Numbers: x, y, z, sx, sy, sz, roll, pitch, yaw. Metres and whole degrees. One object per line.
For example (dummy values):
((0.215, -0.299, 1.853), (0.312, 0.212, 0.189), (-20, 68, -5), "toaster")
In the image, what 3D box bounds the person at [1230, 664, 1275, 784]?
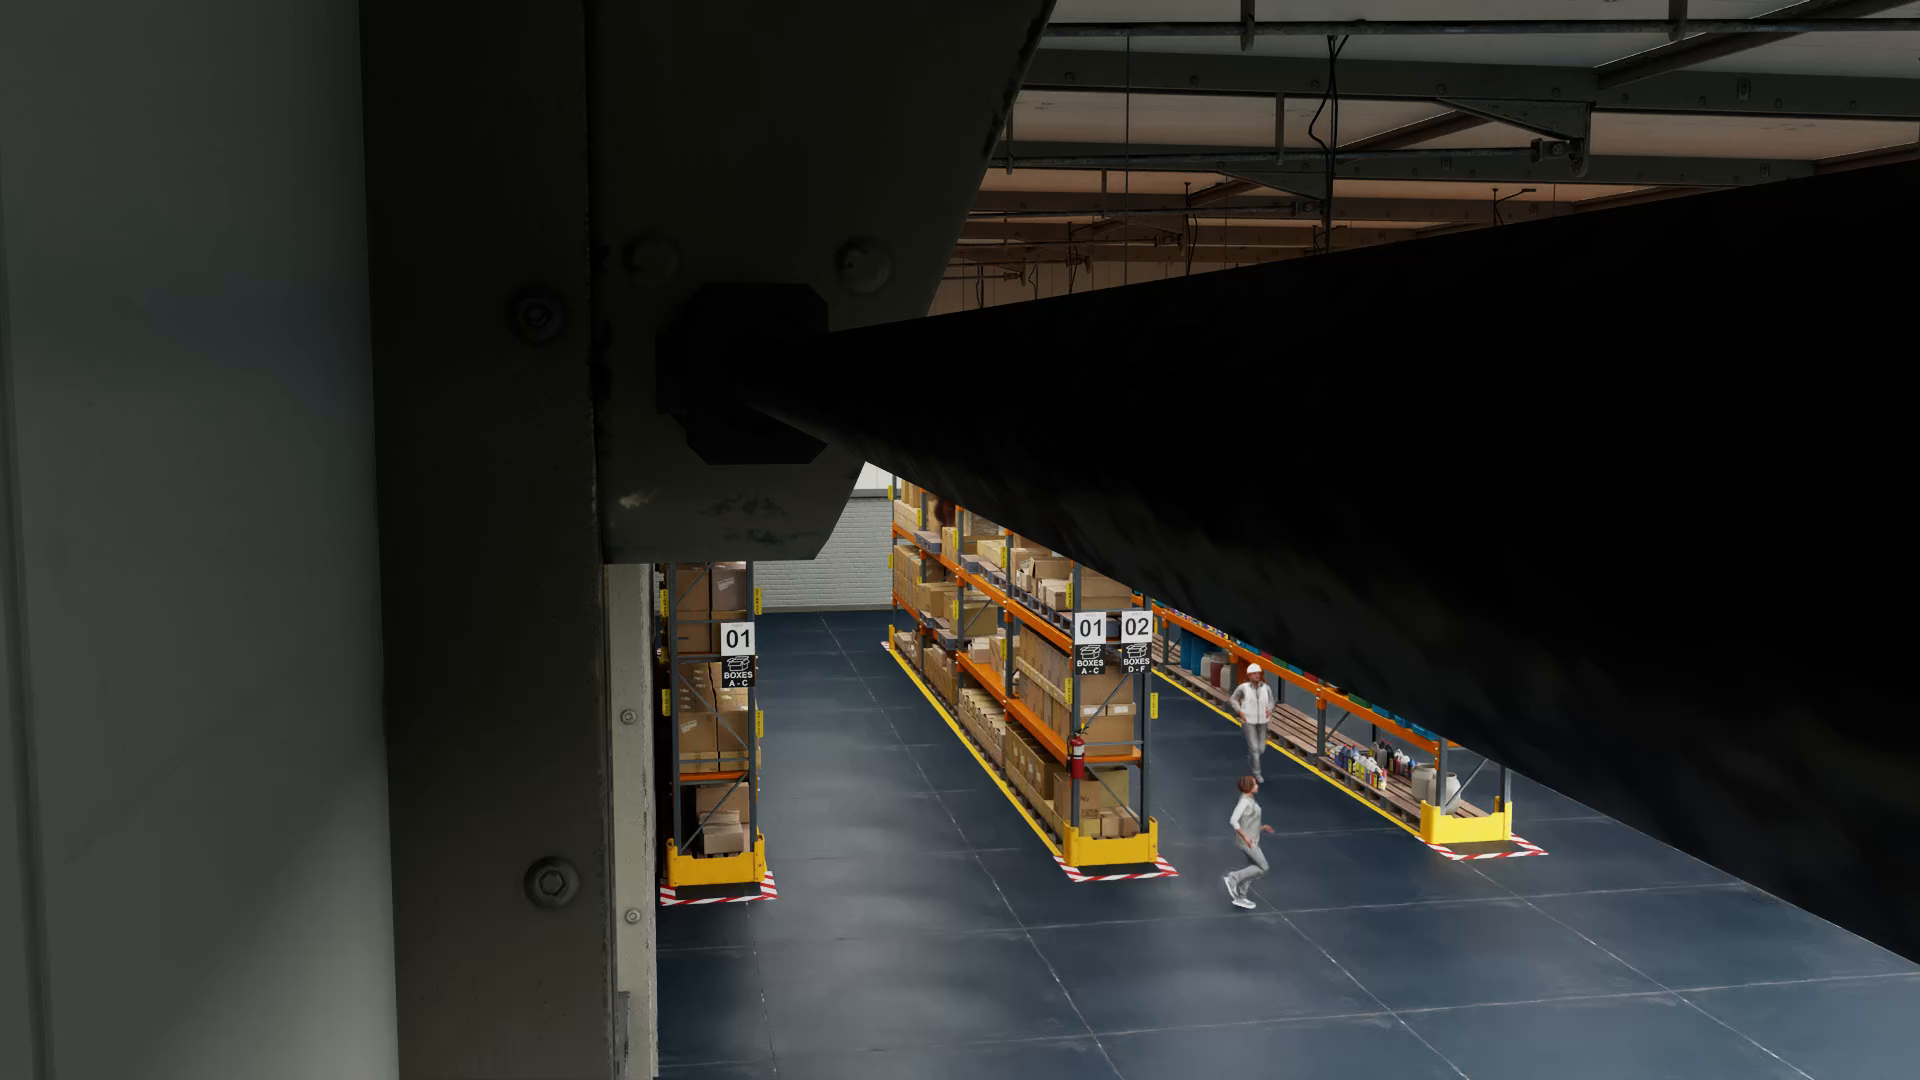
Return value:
((4.433, 2.739, 25.123), (0.671, 1.758, 0.796), (-1, 6, -10), "person")

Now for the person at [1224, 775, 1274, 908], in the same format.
((3.348, 3.489, 19.233), (0.544, 1.561, 0.541), (2, 6, 15), "person")
